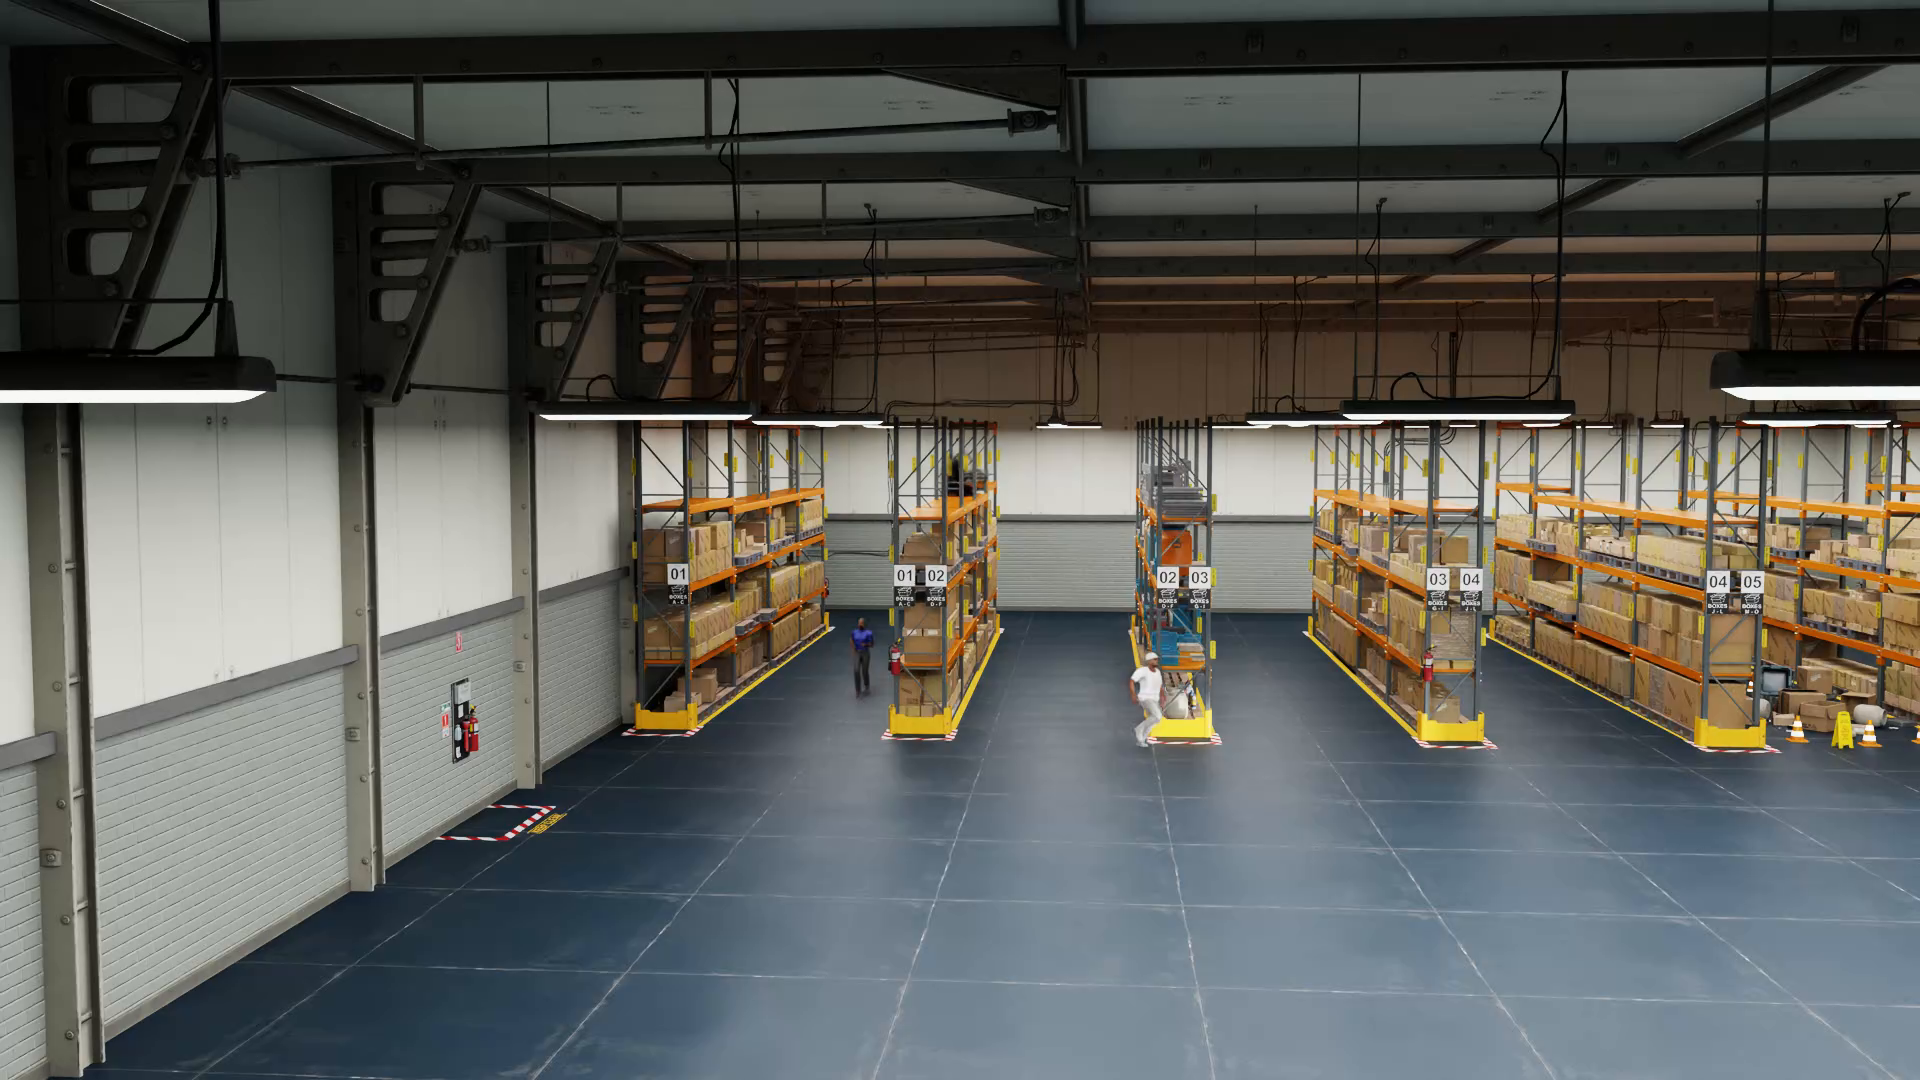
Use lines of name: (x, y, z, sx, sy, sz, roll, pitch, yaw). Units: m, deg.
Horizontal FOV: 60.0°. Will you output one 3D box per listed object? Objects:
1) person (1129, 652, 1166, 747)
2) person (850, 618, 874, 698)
person: (3.484, 2.900, 30.214, 0.577, 1.695, 0.744, 4, 5, 45)
person: (-2.124, 2.538, 36.049, 0.565, 1.703, 0.780, 0, 4, 6)
